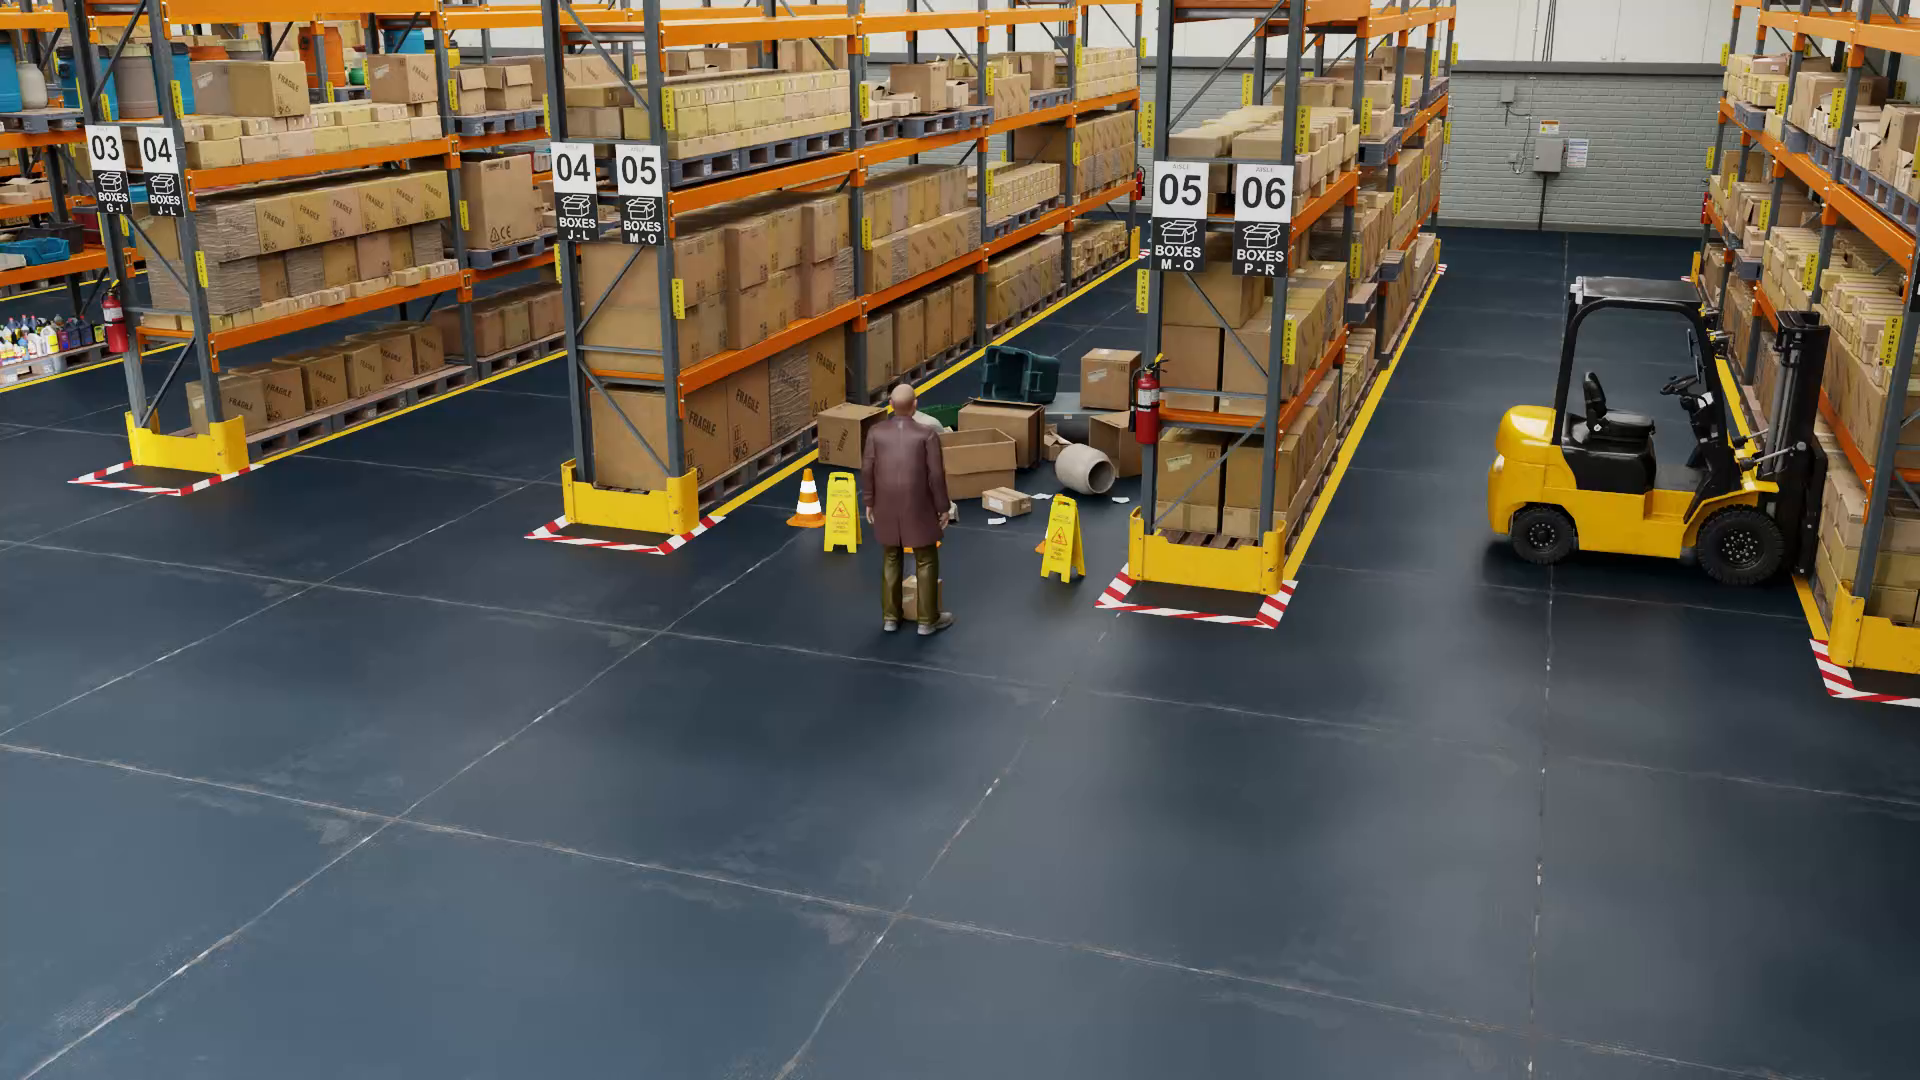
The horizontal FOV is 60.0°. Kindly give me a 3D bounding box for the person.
[{"bbox_3d":[-0.383,-0.220,11.746,0.656,1.774,0.417,6,19,16],"label":"person"}]
